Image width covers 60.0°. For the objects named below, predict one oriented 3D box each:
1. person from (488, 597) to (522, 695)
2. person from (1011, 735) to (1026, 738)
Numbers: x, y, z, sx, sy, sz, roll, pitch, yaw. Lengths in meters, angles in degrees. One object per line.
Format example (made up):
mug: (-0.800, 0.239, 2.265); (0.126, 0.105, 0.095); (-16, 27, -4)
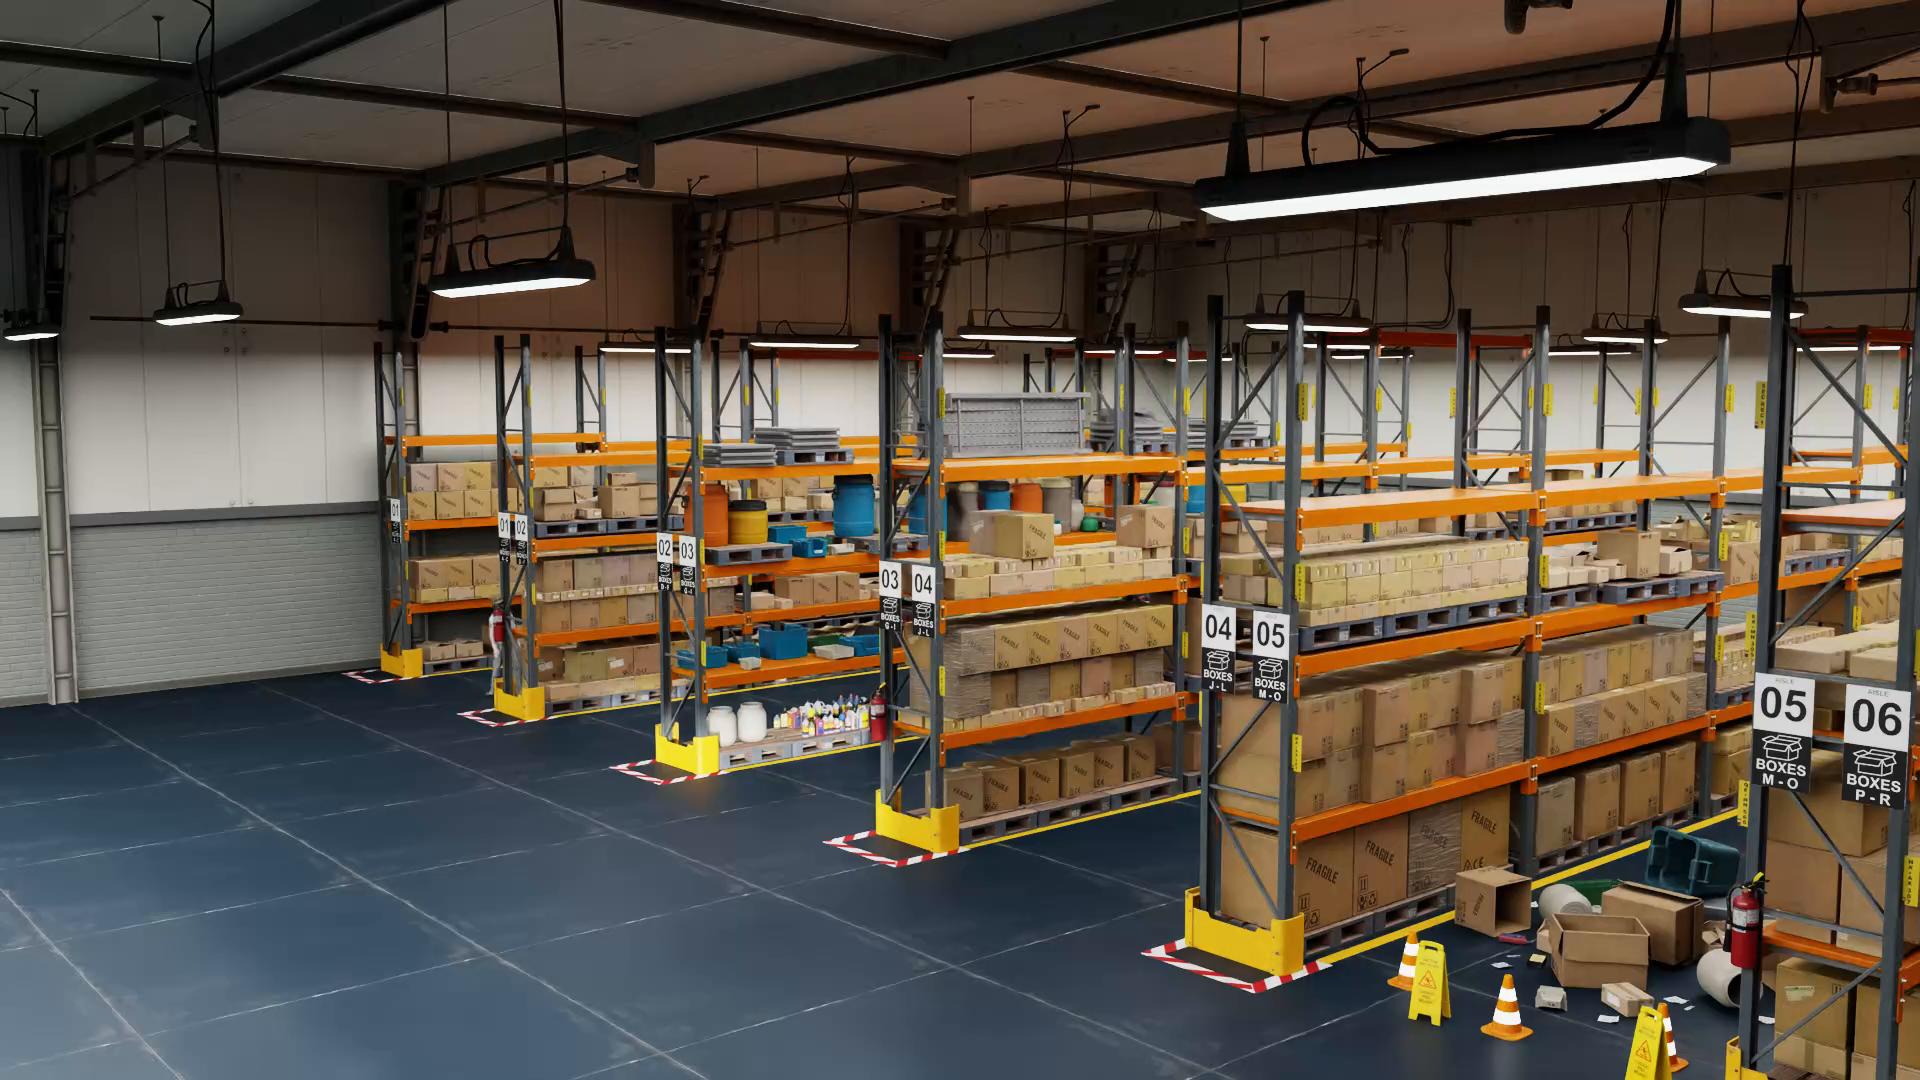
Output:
person: (-7.669, 1.793, 28.058); (0.603, 1.727, 0.469); (-4, 6, -35)
person: (0.762, 2.091, 24.390); (0.484, 1.647, 0.452); (0, 5, -4)
